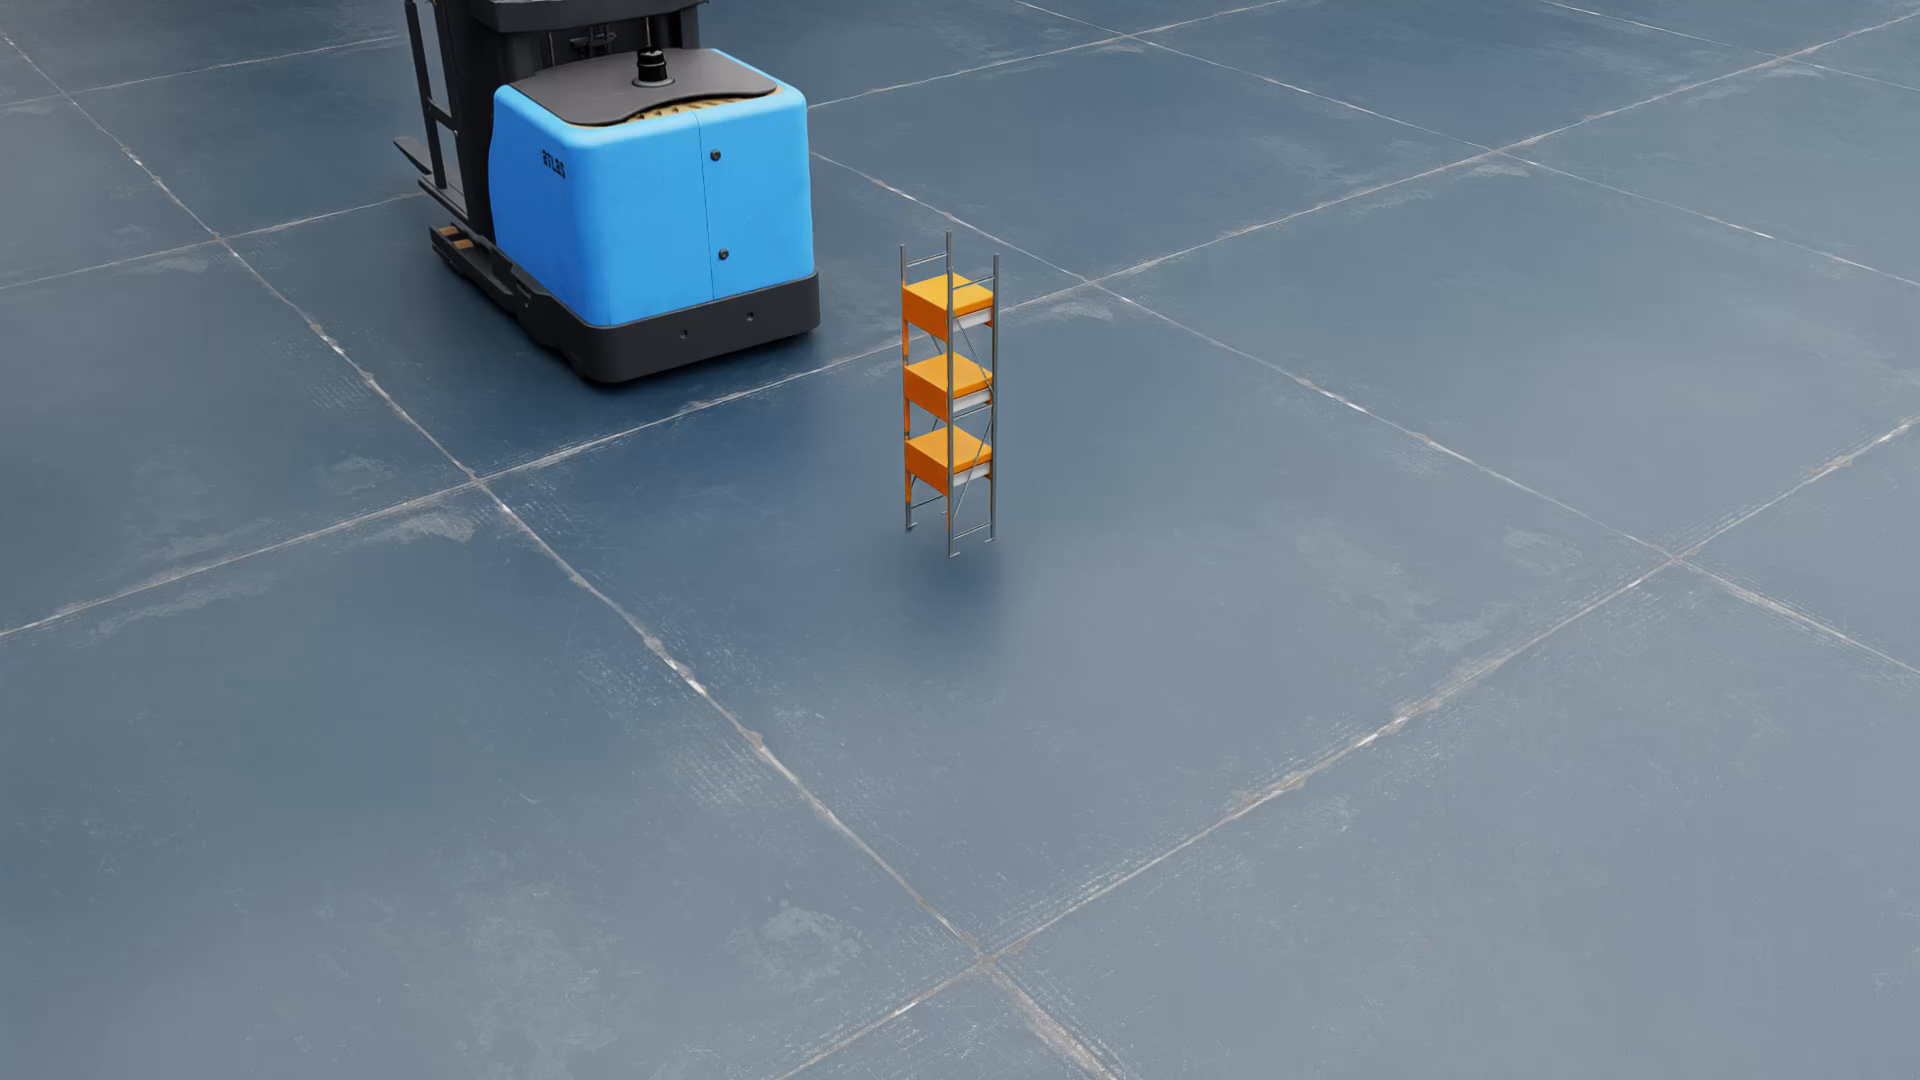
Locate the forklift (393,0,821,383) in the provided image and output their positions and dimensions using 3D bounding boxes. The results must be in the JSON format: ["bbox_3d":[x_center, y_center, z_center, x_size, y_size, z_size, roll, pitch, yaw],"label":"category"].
[{"bbox_3d":[-1.841,-2.603,7.162,1.130,2.935,3.031,-20,37,-29],"label":"forklift"}]

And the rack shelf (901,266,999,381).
[{"bbox_3d":[-0.033,-0.700,5.365,0.215,0.259,0.240,-22,38,-31],"label":"rack shelf"}]

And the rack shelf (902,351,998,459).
[{"bbox_3d":[-0.033,-0.459,5.515,0.215,0.259,0.240,-22,38,-31],"label":"rack shelf"}]

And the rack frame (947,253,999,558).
[{"bbox_3d":[0.042,-0.417,5.427,0.200,1.050,0.008,-22,38,-31],"label":"rack frame"}]

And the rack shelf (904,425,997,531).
[{"bbox_3d":[-0.033,-0.223,5.661,0.215,0.259,0.240,-22,38,-31],"label":"rack shelf"}]

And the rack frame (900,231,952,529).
[{"bbox_3d":[-0.108,-0.519,5.591,0.200,1.050,0.008,-22,38,-31],"label":"rack frame"}]

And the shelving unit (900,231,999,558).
[{"bbox_3d":[-0.033,-0.468,5.509,0.215,1.050,0.252,-22,38,-31],"label":"shelving unit"}]
